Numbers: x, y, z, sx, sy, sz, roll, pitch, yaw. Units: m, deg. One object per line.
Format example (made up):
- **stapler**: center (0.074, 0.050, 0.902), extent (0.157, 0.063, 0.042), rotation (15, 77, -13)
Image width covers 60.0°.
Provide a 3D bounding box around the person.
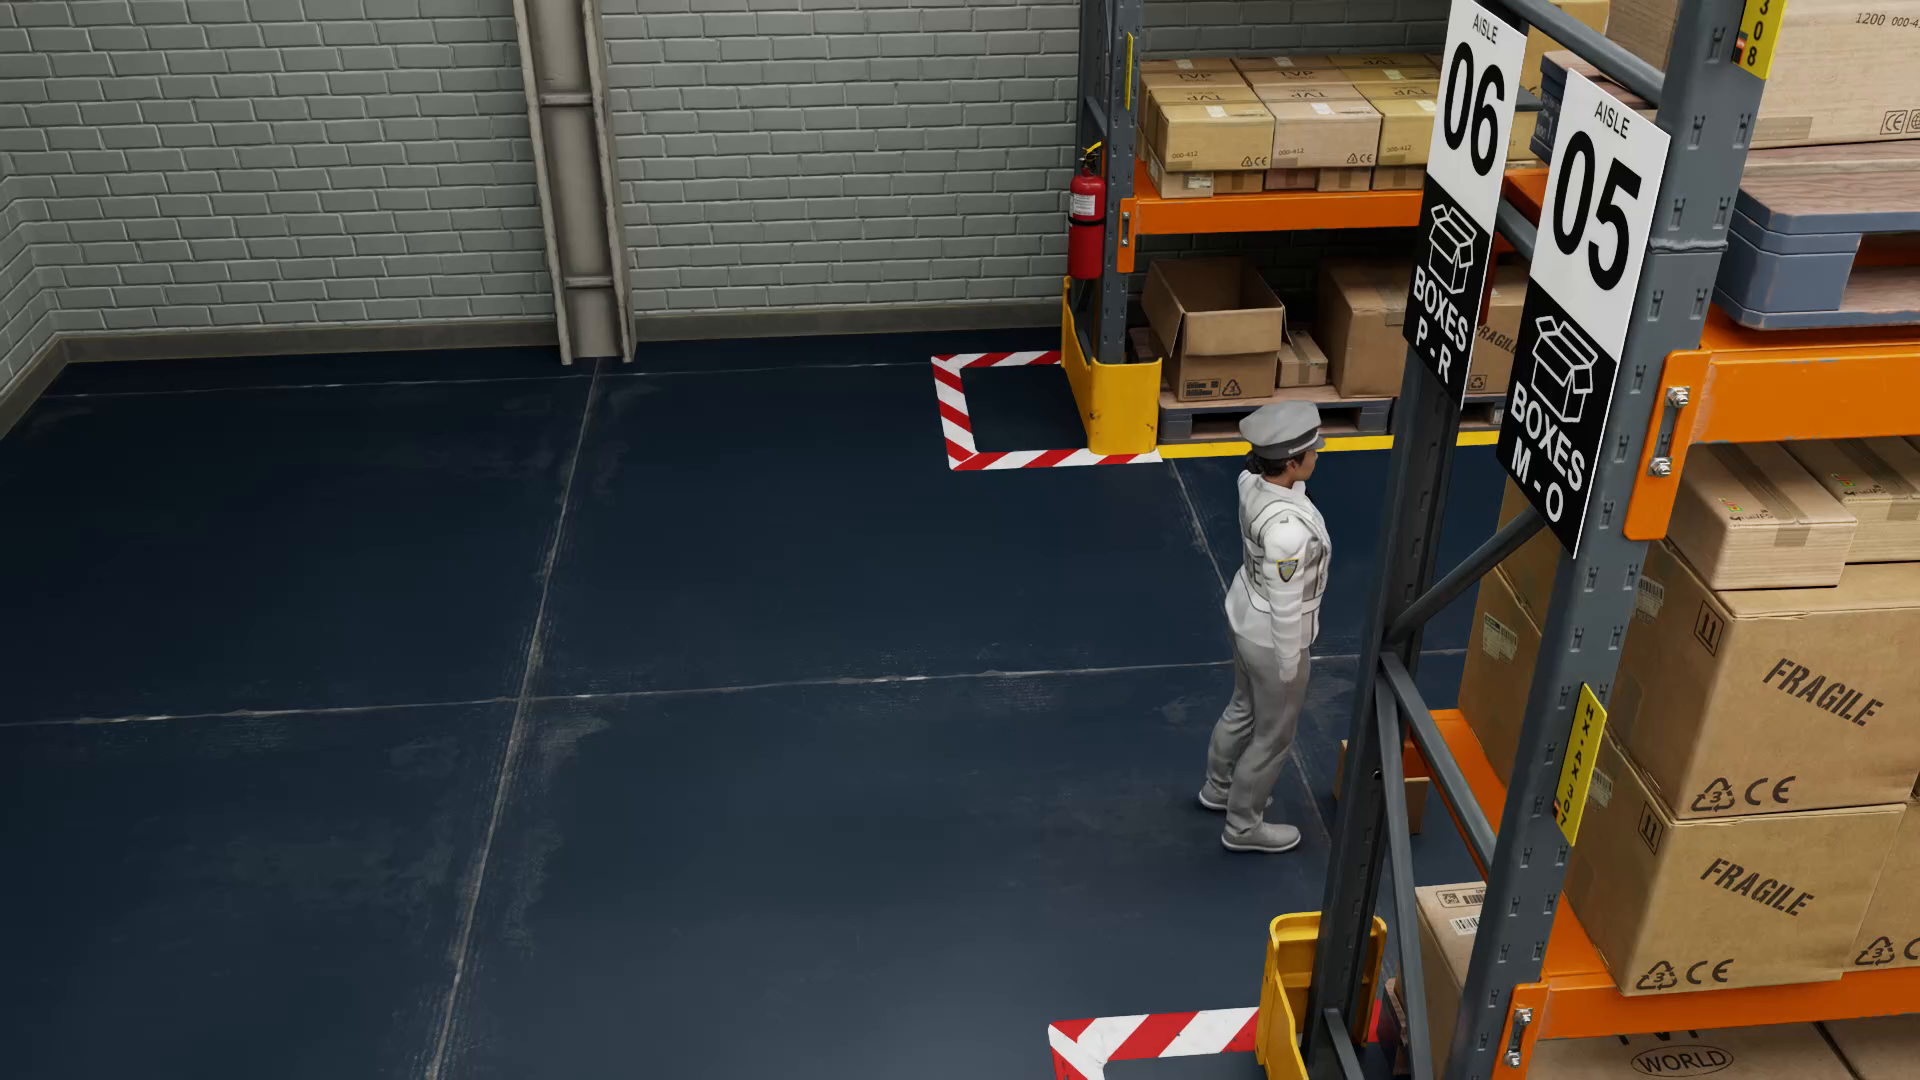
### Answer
- **person**: center (1.053, 0.312, 5.628), extent (0.343, 1.703, 0.465), rotation (-2, 31, -3)
